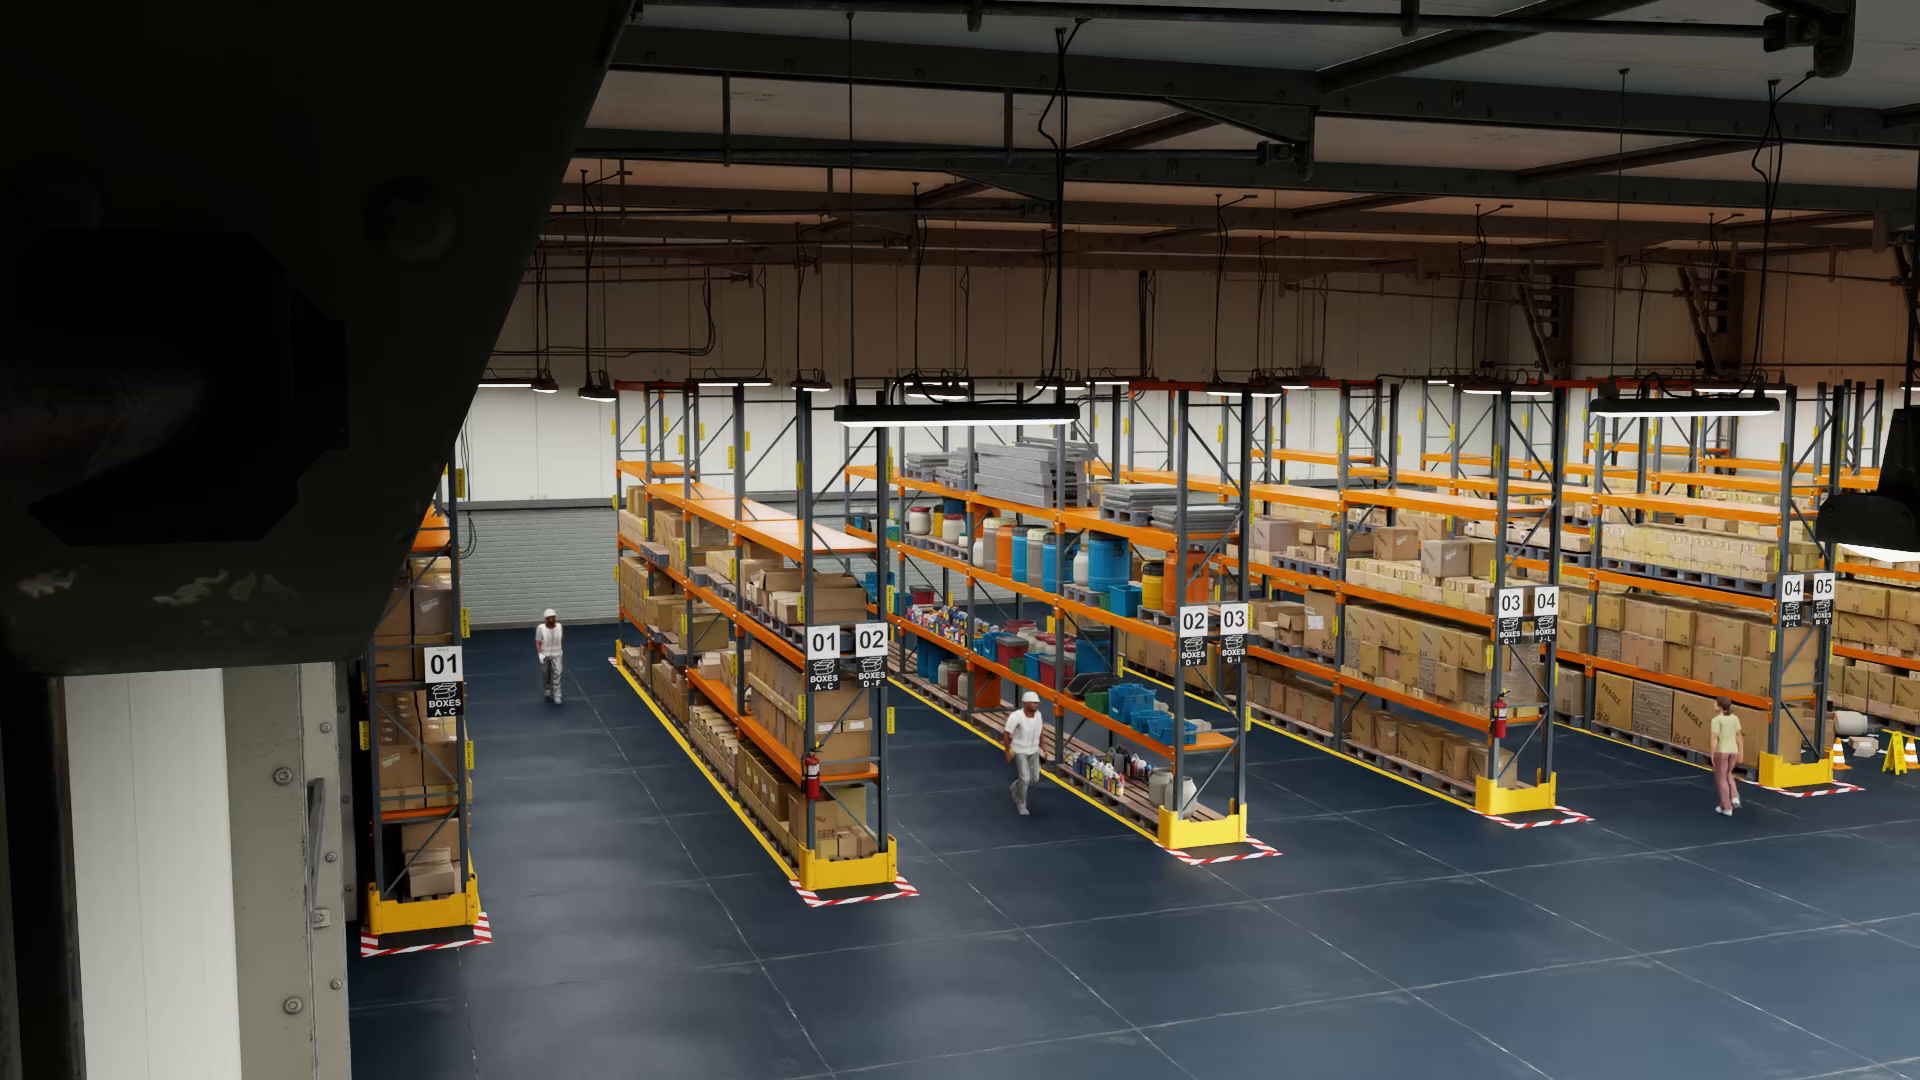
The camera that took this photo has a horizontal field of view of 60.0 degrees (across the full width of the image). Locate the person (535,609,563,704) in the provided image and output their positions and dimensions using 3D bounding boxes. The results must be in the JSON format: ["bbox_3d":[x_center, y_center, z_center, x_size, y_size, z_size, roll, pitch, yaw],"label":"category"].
[{"bbox_3d":[-7.686,2.158,31.161,0.530,1.722,1.065,-2,6,-17],"label":"person"}]

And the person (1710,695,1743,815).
[{"bbox_3d":[10.774,3.022,23.429,0.486,1.658,0.458,-1,6,-7],"label":"person"}]

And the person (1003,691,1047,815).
[{"bbox_3d":[0.868,2.984,23.569,0.635,1.744,0.666,-5,8,-40],"label":"person"}]
